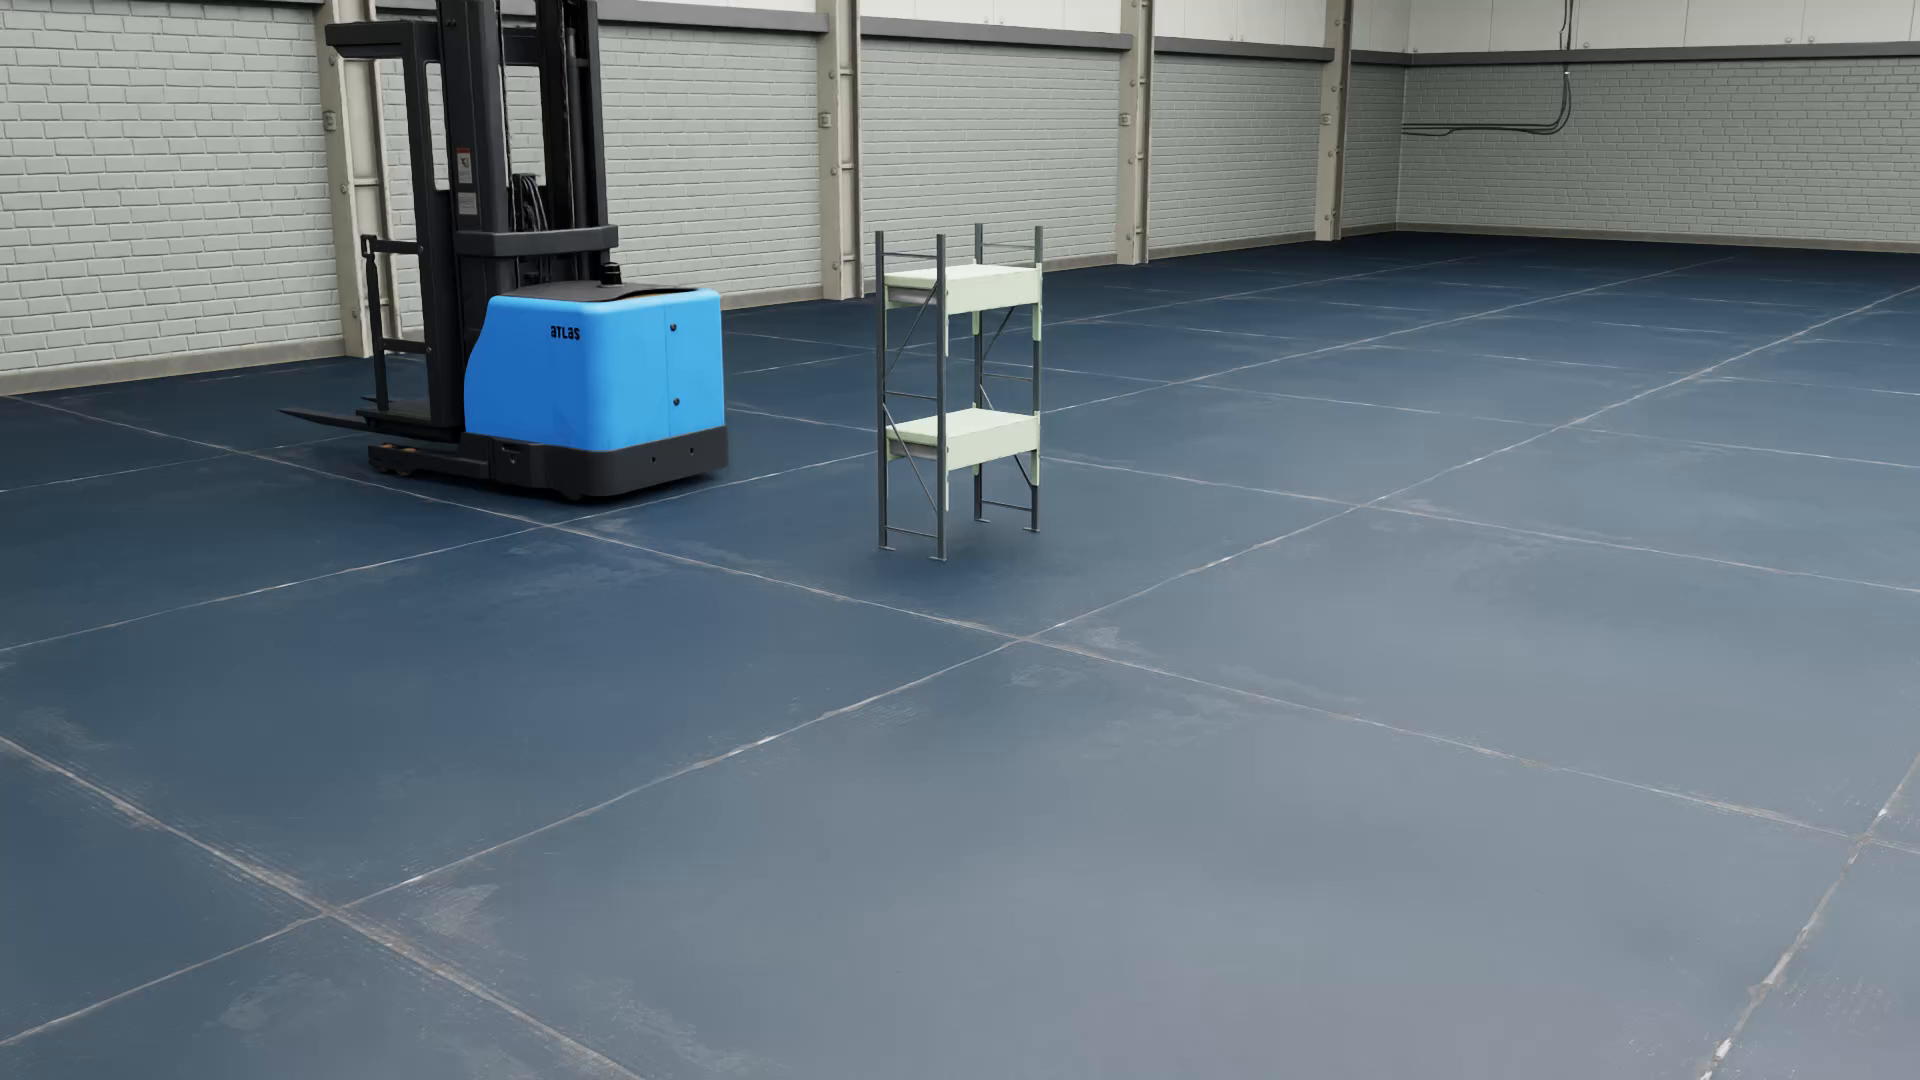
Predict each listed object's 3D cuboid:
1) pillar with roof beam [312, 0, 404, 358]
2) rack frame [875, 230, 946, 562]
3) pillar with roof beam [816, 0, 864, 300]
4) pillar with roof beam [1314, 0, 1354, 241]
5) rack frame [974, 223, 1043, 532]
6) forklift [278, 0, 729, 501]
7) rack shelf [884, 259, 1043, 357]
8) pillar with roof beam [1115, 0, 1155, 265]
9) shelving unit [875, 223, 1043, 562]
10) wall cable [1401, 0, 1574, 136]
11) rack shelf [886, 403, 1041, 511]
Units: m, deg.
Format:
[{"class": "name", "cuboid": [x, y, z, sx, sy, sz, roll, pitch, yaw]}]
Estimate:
[{"class": "pillar with roof beam", "cuboid": [-1.763, -5.318, 10.781, 9.100, 9.000, 0.400, 11, 18, 38]}, {"class": "rack frame", "cuboid": [-0.226, -0.658, 7.667, 0.400, 1.500, 0.023, 11, 18, 38]}, {"class": "pillar with roof beam", "cuboid": [2.008, -6.467, 15.305, 9.100, 9.000, 0.400, 11, 18, 38]}, {"class": "pillar with roof beam", "cuboid": [9.550, -8.765, 24.351, 9.100, 9.000, 0.400, 11, 18, 38]}, {"class": "rack frame", "cuboid": [0.234, -0.798, 8.219, 0.400, 1.500, 0.023, 11, 18, 38]}, {"class": "forklift", "cuboid": [-2.832, -1.883, 9.581, 3.031, 2.935, 1.130, 9, 17, 32]}, {"class": "rack shelf", "cuboid": [0.004, -1.106, 7.847, 0.431, 0.370, 0.720, 11, 18, 38]}, {"class": "pillar with roof beam", "cuboid": [5.779, -7.616, 19.828, 9.100, 9.000, 0.400, 11, 18, 38]}, {"class": "shelving unit", "cuboid": [0.004, -0.728, 7.943, 0.431, 1.500, 0.755, 11, 18, 38]}, {"class": "wall cable", "cuboid": [9.082, -8.286, 28.771, 3.097, 2.526, 0.112, 11, 18, 38]}, {"class": "rack shelf", "cuboid": [0.004, -0.412, 8.024, 0.431, 0.370, 0.720, 11, 18, 38]}]
